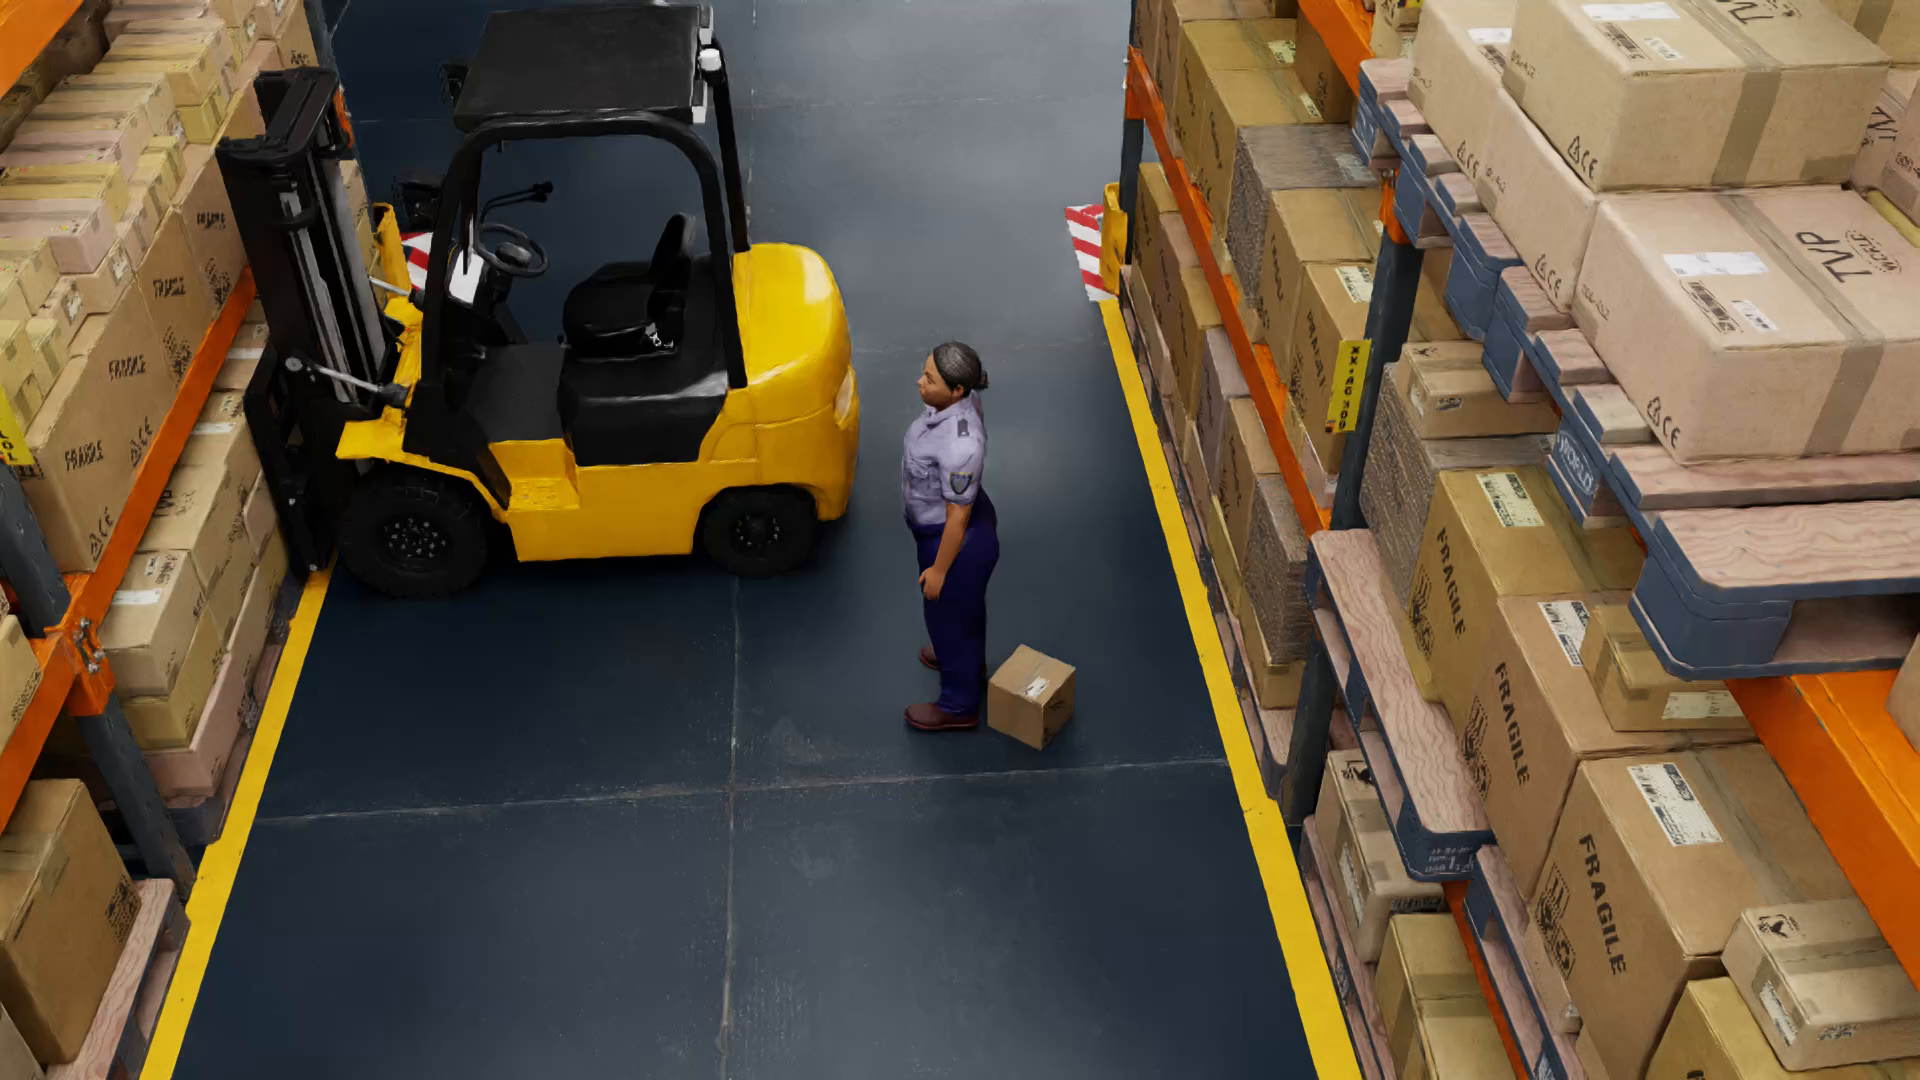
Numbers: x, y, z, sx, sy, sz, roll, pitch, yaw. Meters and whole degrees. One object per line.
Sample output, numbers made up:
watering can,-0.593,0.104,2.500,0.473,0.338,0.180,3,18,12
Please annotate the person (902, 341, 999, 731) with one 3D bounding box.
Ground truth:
person,-0.041,-0.019,6.165,0.365,1.661,0.532,-1,39,-1
